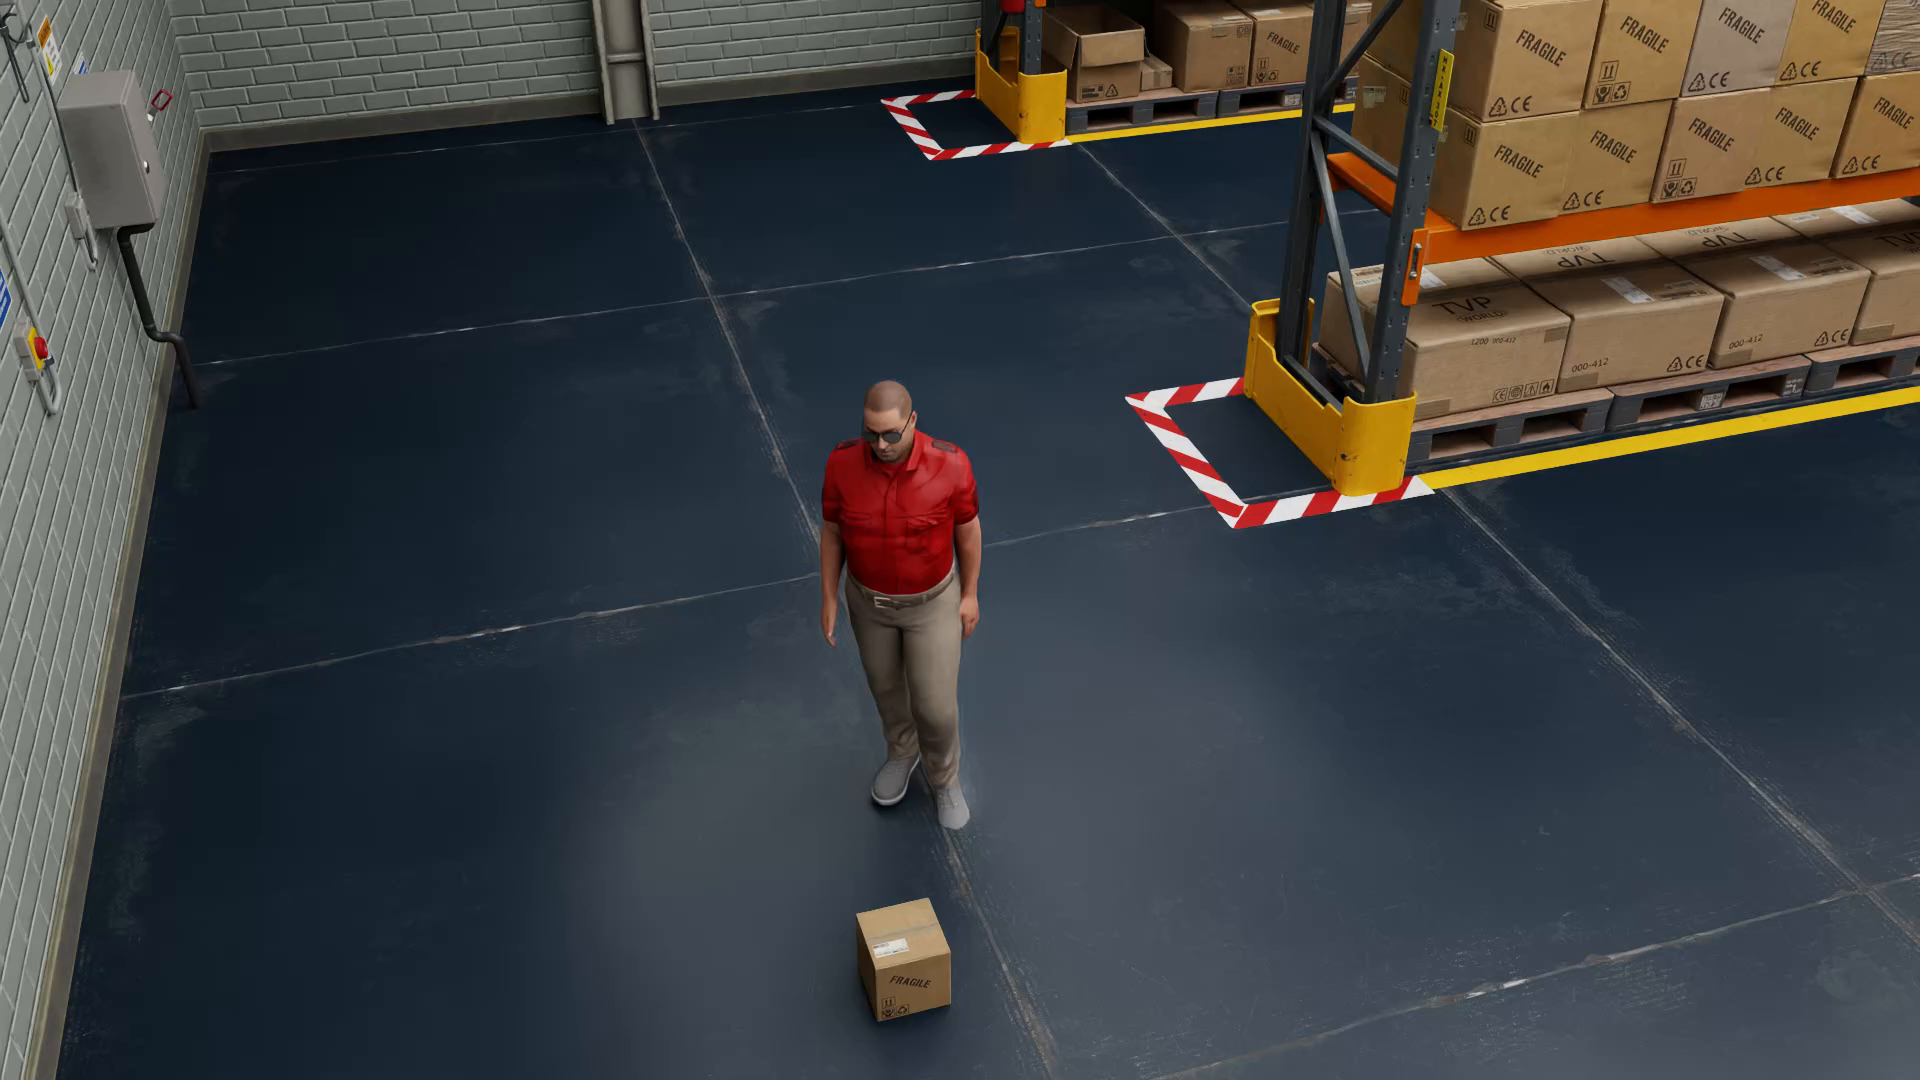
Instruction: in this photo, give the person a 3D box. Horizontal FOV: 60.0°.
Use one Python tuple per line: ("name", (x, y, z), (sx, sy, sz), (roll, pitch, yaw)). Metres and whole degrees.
("person", (-0.208, 0.246, 5.831), (0.558, 1.793, 0.372), (8, 35, 12))
